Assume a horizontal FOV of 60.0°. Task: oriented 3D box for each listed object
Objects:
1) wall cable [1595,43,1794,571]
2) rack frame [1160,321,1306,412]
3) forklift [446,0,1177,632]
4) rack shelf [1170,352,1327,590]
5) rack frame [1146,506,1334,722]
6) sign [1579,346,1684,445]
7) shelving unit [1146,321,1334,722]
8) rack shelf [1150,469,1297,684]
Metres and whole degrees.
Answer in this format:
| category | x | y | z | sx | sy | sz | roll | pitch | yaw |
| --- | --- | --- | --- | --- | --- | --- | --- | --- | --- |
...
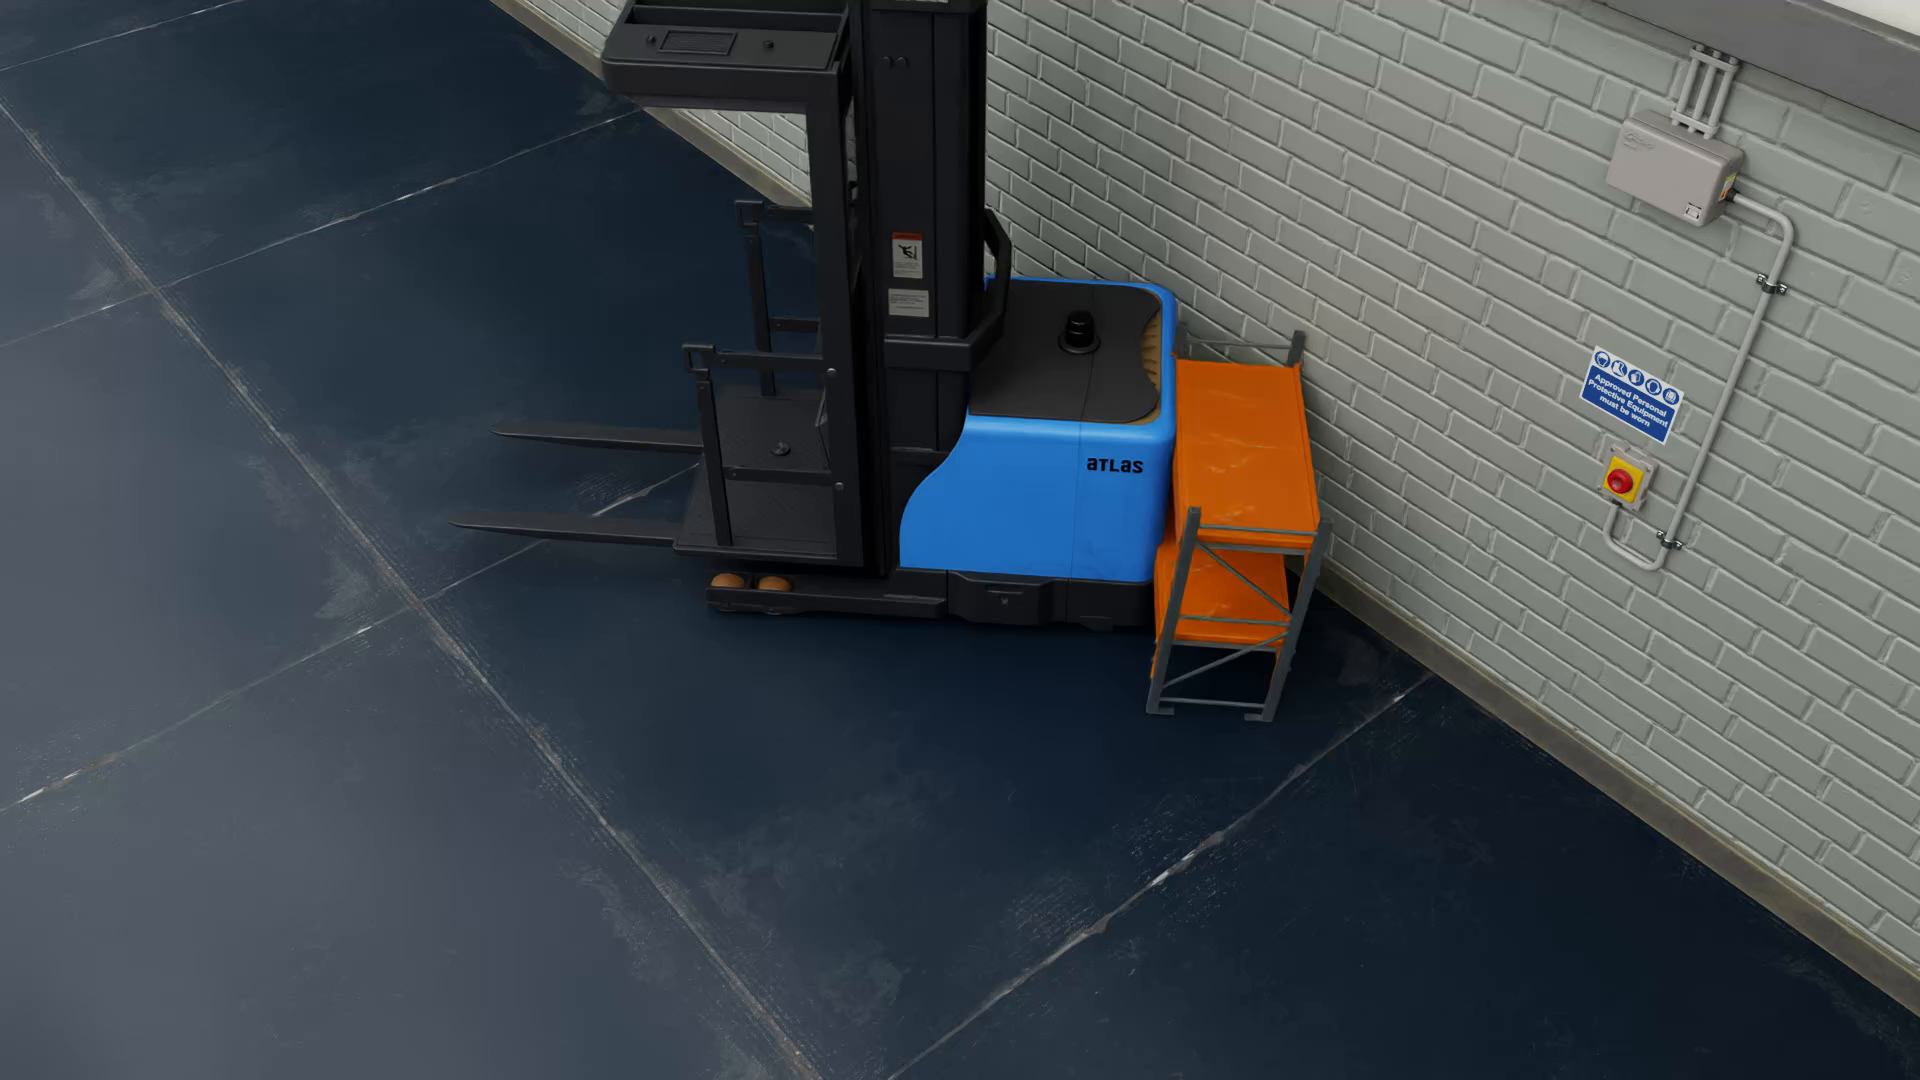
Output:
| category | x | y | z | sx | sy | sz | roll | pitch | yaw |
| --- | --- | --- | --- | --- | --- | --- | --- | --- | --- |
| wall cable | 2.167 | -0.703 | 5.096 | 0.123 | 1.953 | 0.585 | -30 | 51 | -28 |
| rack frame | 1.061 | -0.432 | 6.849 | 0.500 | 1.125 | 0.032 | 4 | 46 | 0 |
| forklift | -0.644 | -1.111 | 6.346 | 3.031 | 2.935 | 1.130 | 4 | 43 | 4 |
| rack shelf | 1.051 | -0.268 | 6.286 | 0.538 | 0.278 | 1.000 | 4 | 46 | 0 |
| rack frame | 1.011 | 0.300 | 6.144 | 0.500 | 1.125 | 0.032 | 4 | 46 | 0 |
| sign | 2.183 | -0.472 | 5.418 | 0.001 | 0.218 | 0.327 | -30 | 51 | -28 |
| shelving unit | 1.036 | -0.066 | 6.497 | 0.538 | 1.125 | 1.048 | 4 | 46 | 0 |
| rack shelf | 1.023 | 0.103 | 6.673 | 0.538 | 0.278 | 1.000 | 4 | 46 | 0 |
